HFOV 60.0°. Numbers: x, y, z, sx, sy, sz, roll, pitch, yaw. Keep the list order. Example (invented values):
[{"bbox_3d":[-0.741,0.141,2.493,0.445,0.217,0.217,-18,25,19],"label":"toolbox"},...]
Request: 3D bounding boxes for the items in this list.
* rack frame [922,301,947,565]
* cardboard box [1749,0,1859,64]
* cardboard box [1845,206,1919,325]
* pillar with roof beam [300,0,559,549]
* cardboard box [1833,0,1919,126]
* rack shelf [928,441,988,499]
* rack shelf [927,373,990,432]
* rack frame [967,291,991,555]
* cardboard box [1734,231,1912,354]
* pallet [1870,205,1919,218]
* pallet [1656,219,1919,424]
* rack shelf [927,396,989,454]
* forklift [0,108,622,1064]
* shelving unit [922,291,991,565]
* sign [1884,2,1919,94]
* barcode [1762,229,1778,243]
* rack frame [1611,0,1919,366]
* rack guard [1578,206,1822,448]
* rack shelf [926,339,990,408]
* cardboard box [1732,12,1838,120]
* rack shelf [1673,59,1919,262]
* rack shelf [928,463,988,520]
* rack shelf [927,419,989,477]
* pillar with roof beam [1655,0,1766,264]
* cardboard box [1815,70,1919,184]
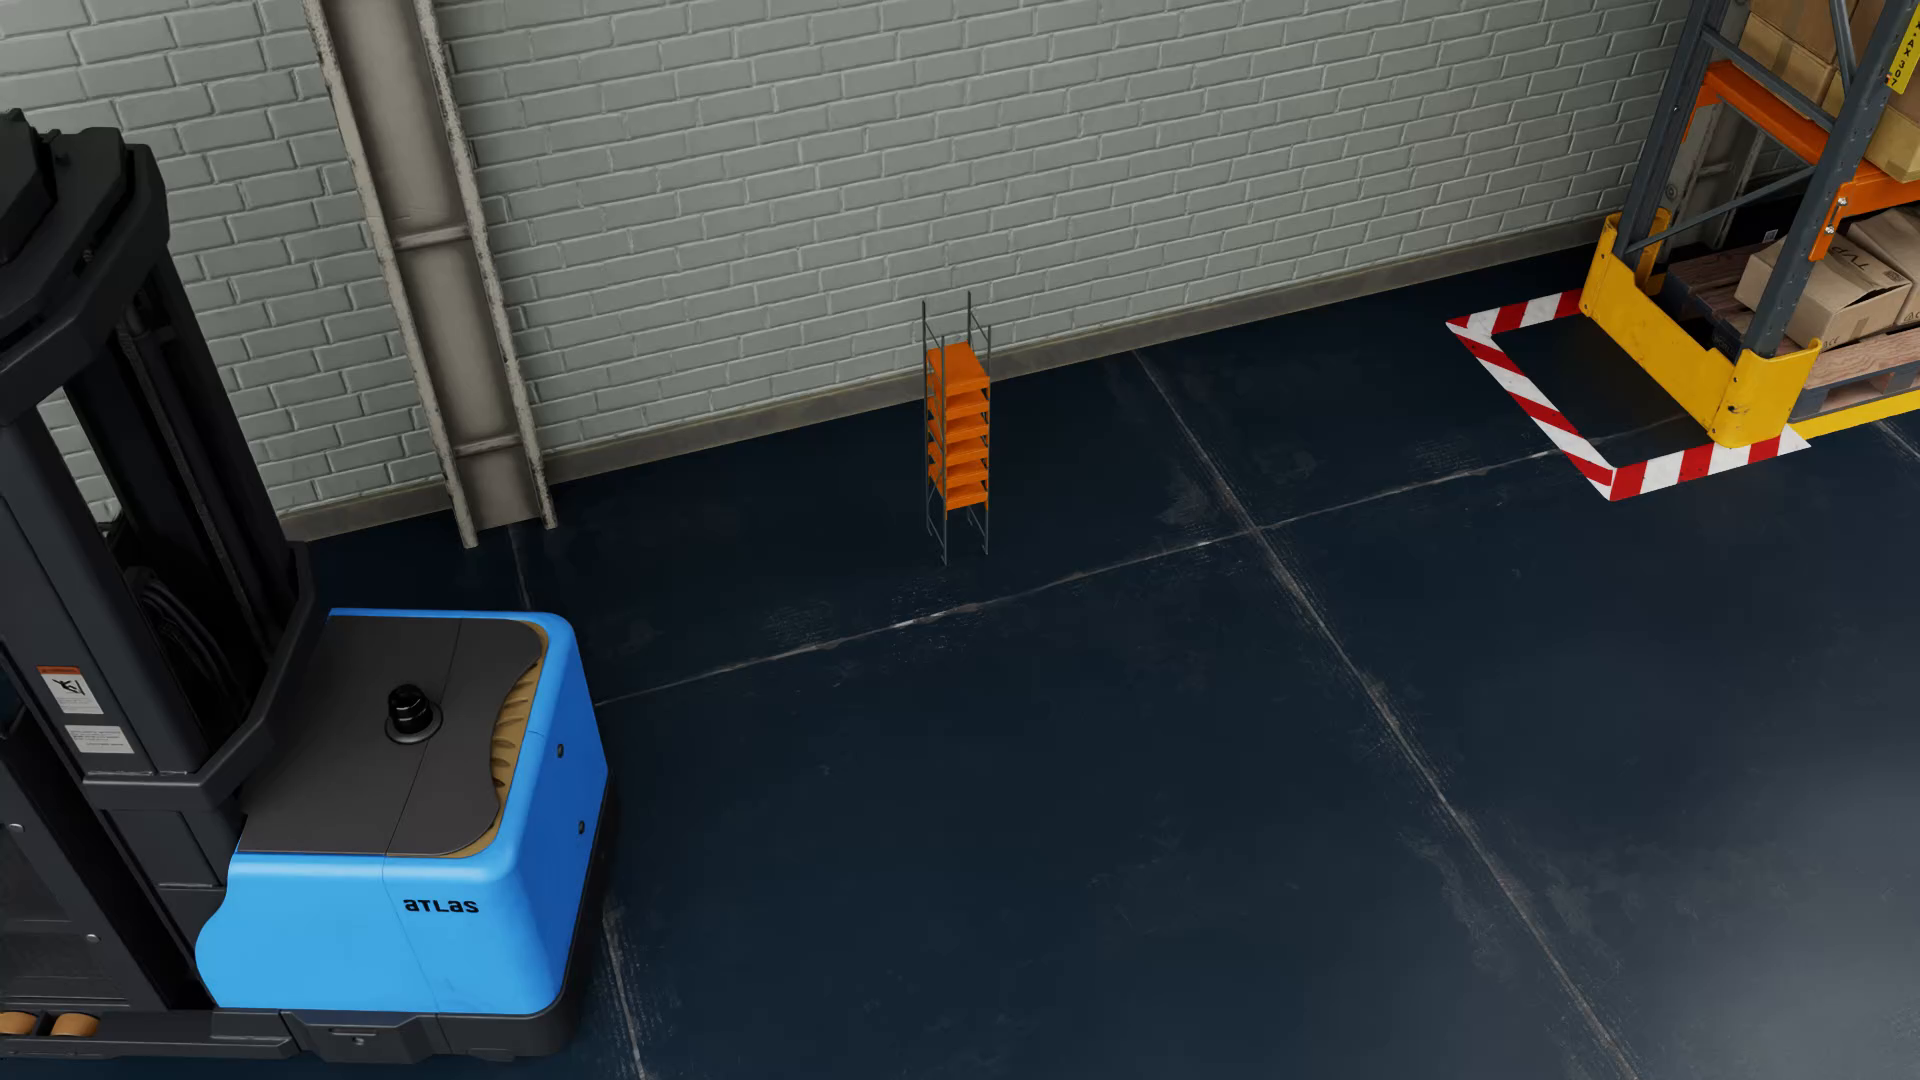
[{"bbox_3d":[-0.100,-0.398,6.609,0.006,1.200,0.240,-14,47,-14],"label":"rack frame"},{"bbox_3d":[3.693,-2.343,6.839,0.500,0.500,0.500,-15,47,-14],"label":"cardboard box"},{"bbox_3d":[4.540,-1.319,7.844,0.500,0.311,0.500,-11,46,-11],"label":"cardboard box"},{"bbox_3d":[-0.495,-0.421,1.126,0.400,9.000,9.100,-14,47,-14],"label":"pillar with roof beam"},{"bbox_3d":[3.873,-2.003,6.500,0.500,0.500,0.500,-14,47,-14],"label":"cardboard box"},{"bbox_3d":[-0.014,-0.304,6.747,0.180,0.103,0.258,-14,47,-14],"label":"rack shelf"},{"bbox_3d":[-0.014,-0.558,6.492,0.180,0.103,0.258,-14,47,-14],"label":"rack shelf"},{"bbox_3d":[0.072,-0.442,6.653,0.006,1.200,0.240,-14,47,-14],"label":"rack frame"},{"bbox_3d":[4.003,-1.182,7.707,0.500,0.311,0.500,-19,48,-18],"label":"cardboard box"},{"bbox_3d":[5.315,-1.366,8.272,1.213,0.211,1.003,-14,47,-14],"label":"pallet"},{"bbox_3d":[4.170,-1.075,7.982,1.213,0.211,1.003,-14,47,-14],"label":"pallet"},{"bbox_3d":[-0.014,-0.473,6.577,0.180,0.103,0.258,-14,47,-14],"label":"rack shelf"},{"bbox_3d":[-2.743,0.267,4.723,3.031,2.935,1.130,1,45,1],"label":"forklift"},{"bbox_3d":[-0.014,-0.420,6.631,0.189,1.200,0.258,-14,47,-14],"label":"shelving unit"},{"bbox_3d":[3.507,-1.814,6.138,0.005,0.325,0.100,-14,47,-14],"label":"sign"},{"bbox_3d":[3.885,-1.456,7.974,0.075,0.075,0.001,-14,47,-14],"label":"barcode"},{"bbox_3d":[3.322,-1.870,6.805,0.127,3.000,1.000,-14,47,-14],"label":"rack frame"},{"bbox_3d":[3.394,-1.005,7.708,0.348,0.500,1.175,-14,47,-14],"label":"rack guard"},{"bbox_3d":[-0.014,-0.643,6.407,0.180,0.103,0.258,-14,47,-14],"label":"rack shelf"},{"bbox_3d":[3.696,-2.065,7.092,0.500,0.250,0.500,-14,47,-13],"label":"cardboard box"},{"bbox_3d":[5.203,-2.097,7.539,4.000,0.370,1.077,-14,47,-14],"label":"rack shelf"},{"bbox_3d":[-0.014,-0.219,6.832,0.180,0.103,0.258,-14,47,-14],"label":"rack shelf"},{"bbox_3d":[-0.014,-0.389,6.662,0.180,0.103,0.258,-14,47,-14],"label":"rack shelf"},{"bbox_3d":[5.149,-1.864,2.564,0.400,9.000,9.100,-14,47,-14],"label":"pillar with roof beam"},{"bbox_3d":[3.889,-1.730,6.757,0.500,0.250,0.500,-16,47,-15],"label":"cardboard box"}]
